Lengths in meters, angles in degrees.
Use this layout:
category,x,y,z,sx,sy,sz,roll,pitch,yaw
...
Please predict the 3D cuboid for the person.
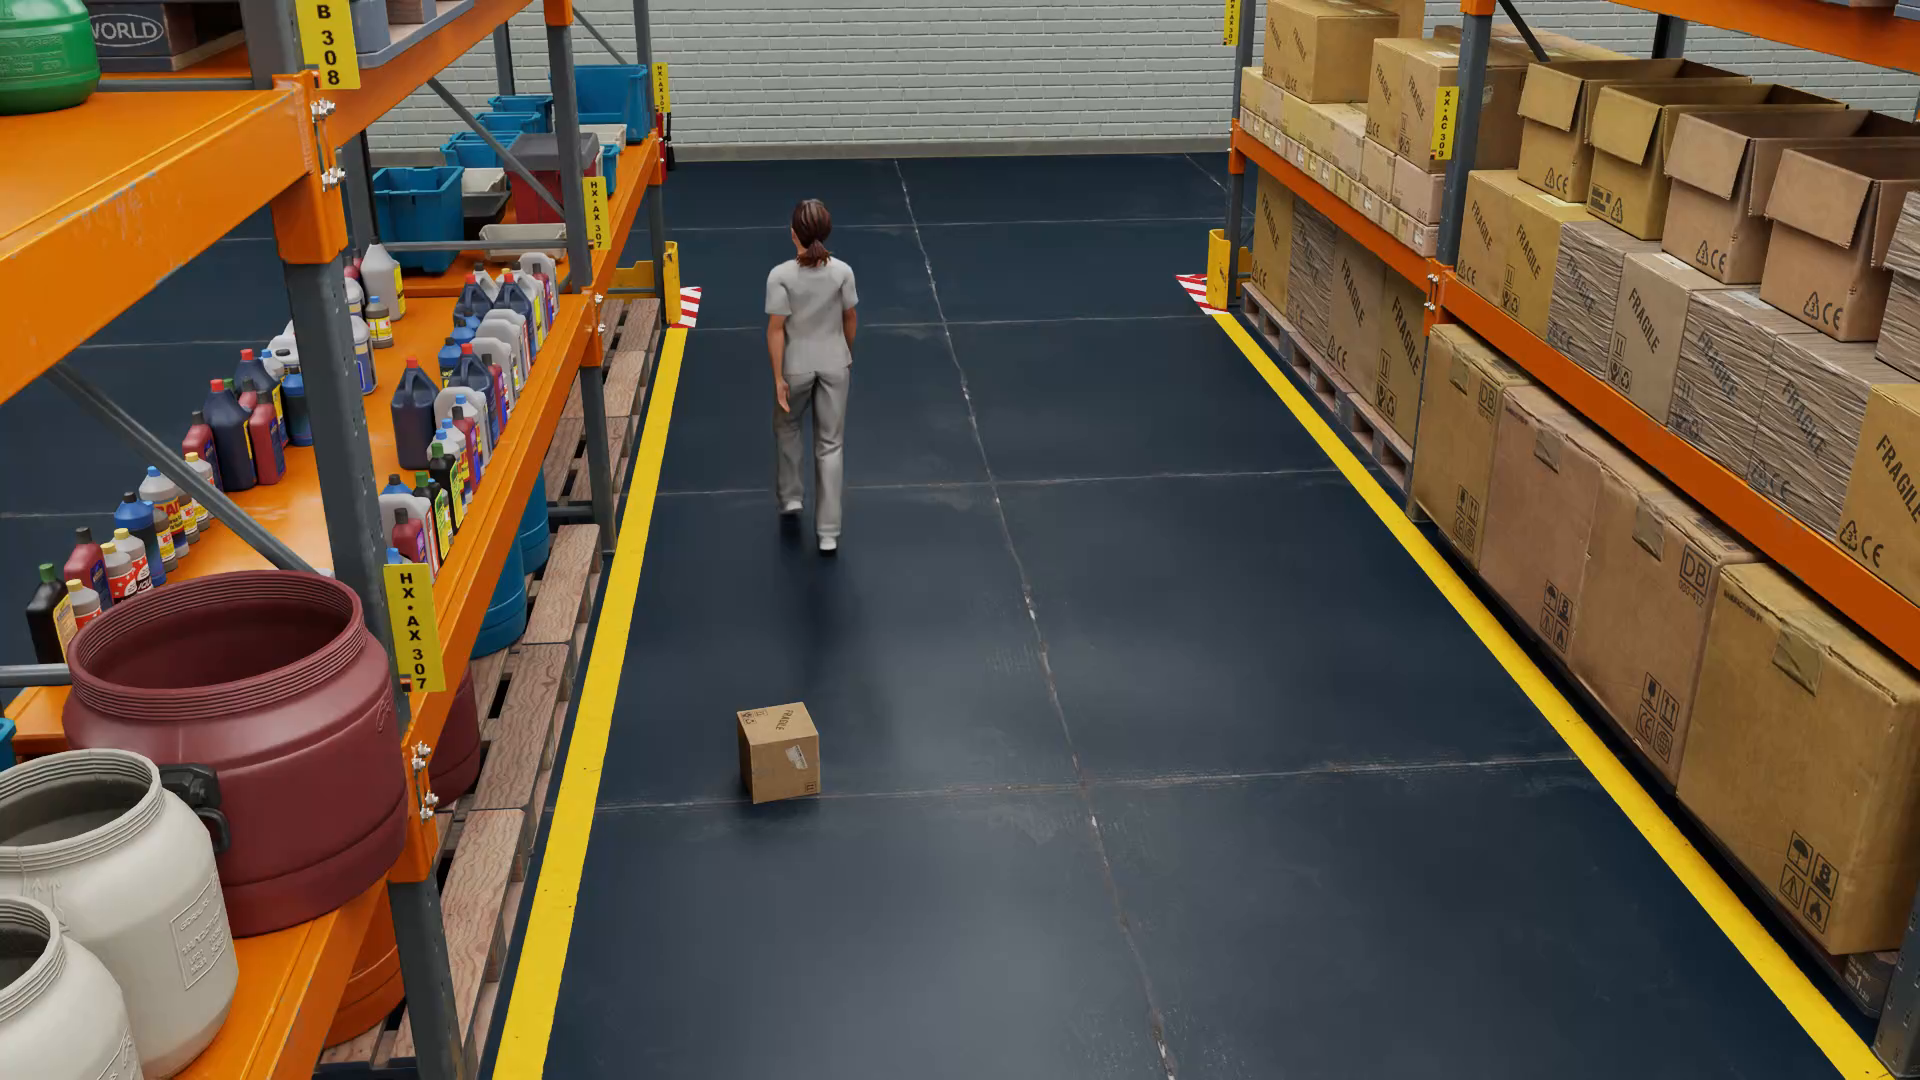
category,x,y,z,sx,sy,sz,roll,pitch,yaw
person,-0.707,-0.800,7.947,0.445,1.707,0.712,-4,24,-10
